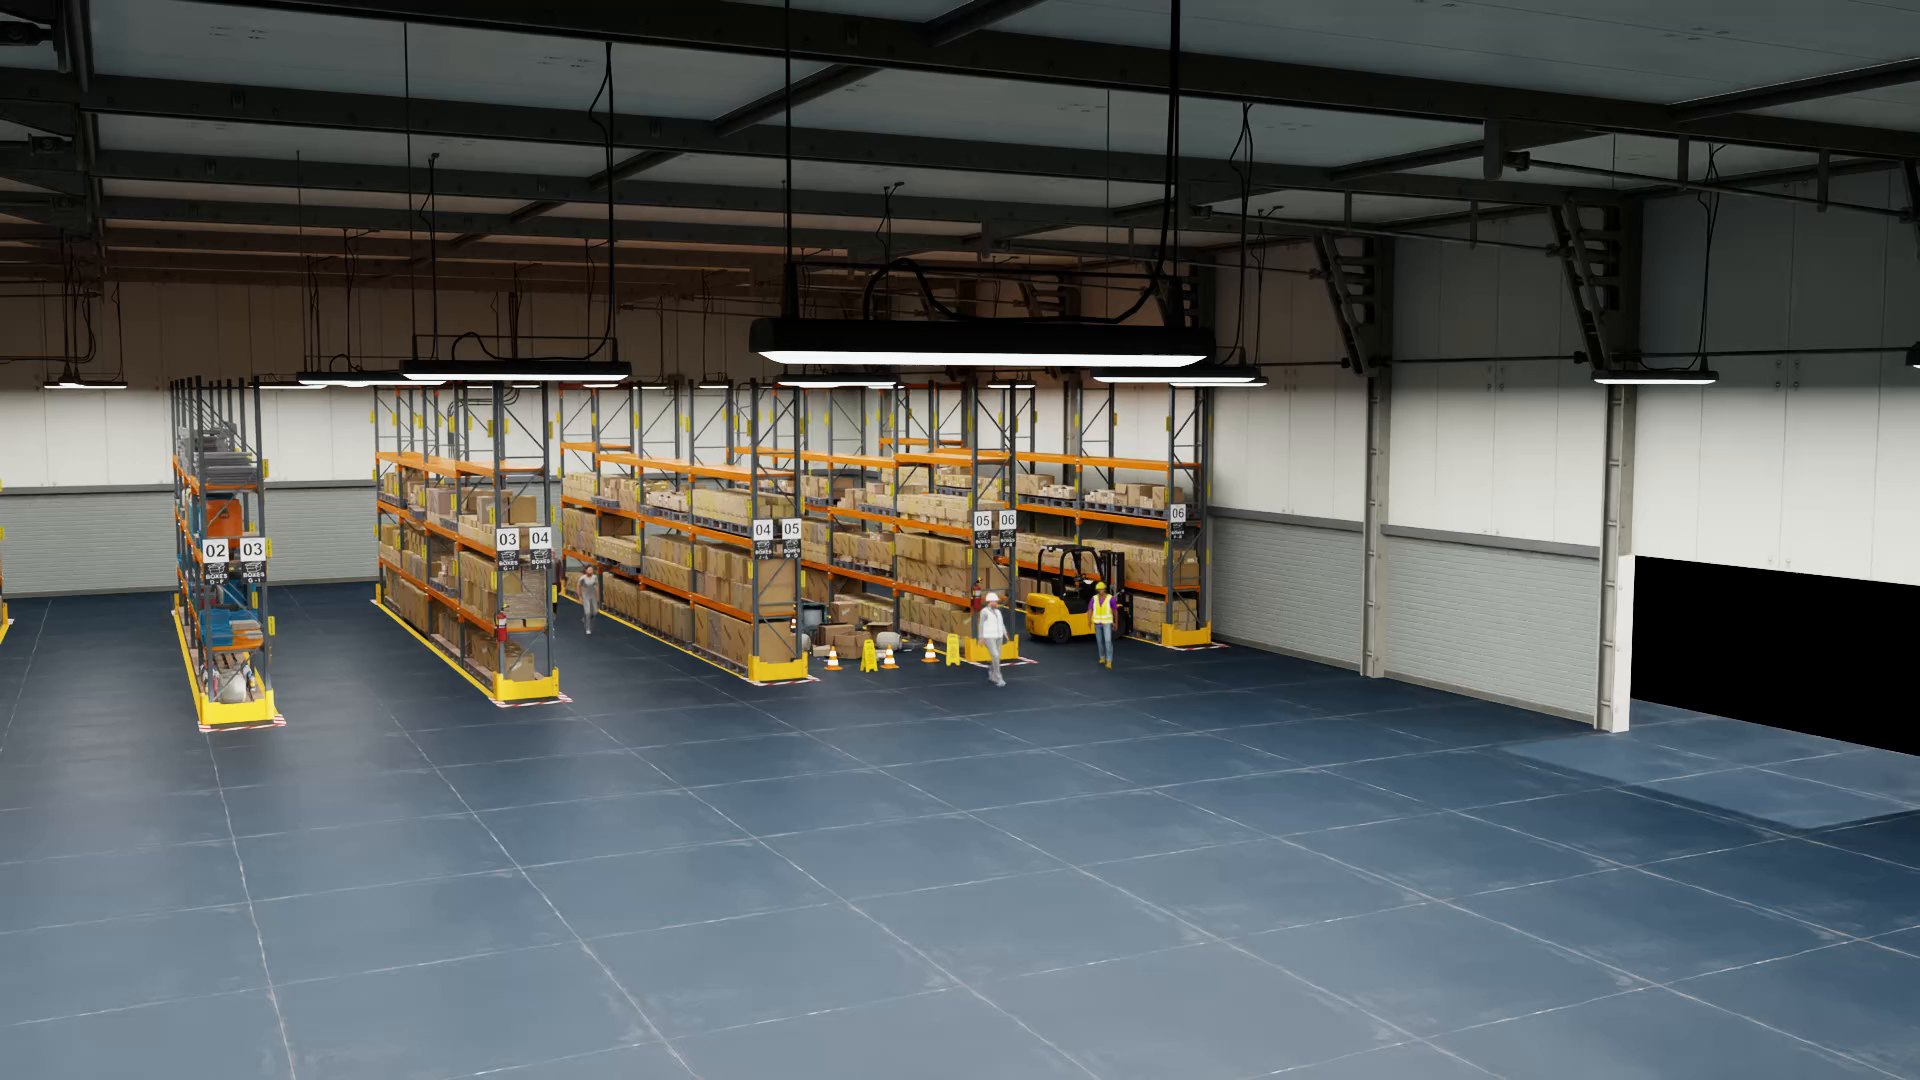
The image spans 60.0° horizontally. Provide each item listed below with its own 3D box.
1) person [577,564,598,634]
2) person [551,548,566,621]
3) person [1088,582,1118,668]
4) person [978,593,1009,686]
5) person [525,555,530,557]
[{"bbox_3d":[-8.891,1.388,39.617,0.523,1.653,0.639,-4,7,-39],"label":"person"},{"bbox_3d":[-10.272,1.117,42.109,0.596,1.793,0.820,-4,6,-35],"label":"person"},{"bbox_3d":[2.985,1.746,34.747,0.644,1.735,0.847,2,6,24],"label":"person"},{"bbox_3d":[0.751,1.949,32.712,0.562,1.781,0.721,-5,7,-44],"label":"person"},{"bbox_3d":[-12.273,0.704,46.713,0.585,1.756,0.798,0,5,-2],"label":"person"}]
